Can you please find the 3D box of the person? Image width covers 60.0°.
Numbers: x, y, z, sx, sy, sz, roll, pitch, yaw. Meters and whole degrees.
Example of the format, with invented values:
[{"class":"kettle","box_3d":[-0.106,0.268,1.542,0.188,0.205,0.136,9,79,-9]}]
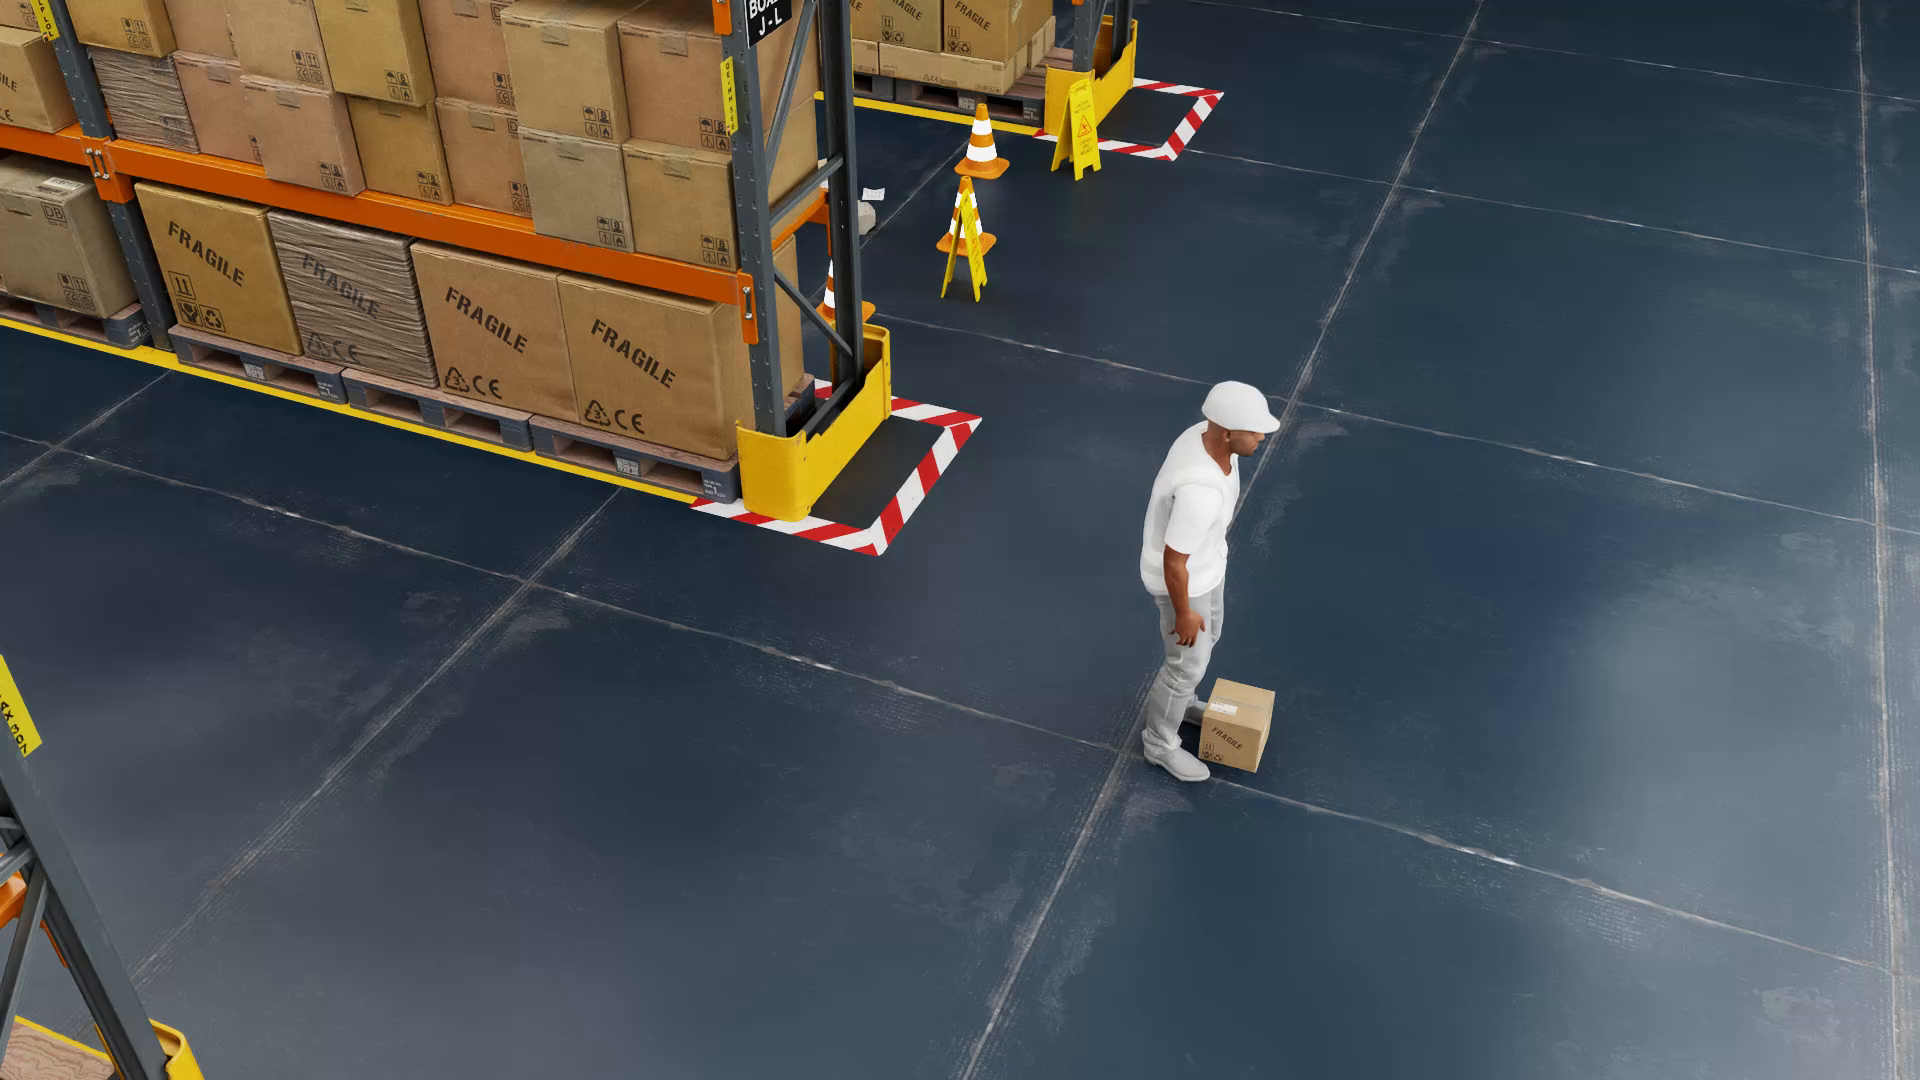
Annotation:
[{"class":"person","box_3d":[0.957,0.132,6.636,0.462,1.755,0.632,12,39,15]}]
